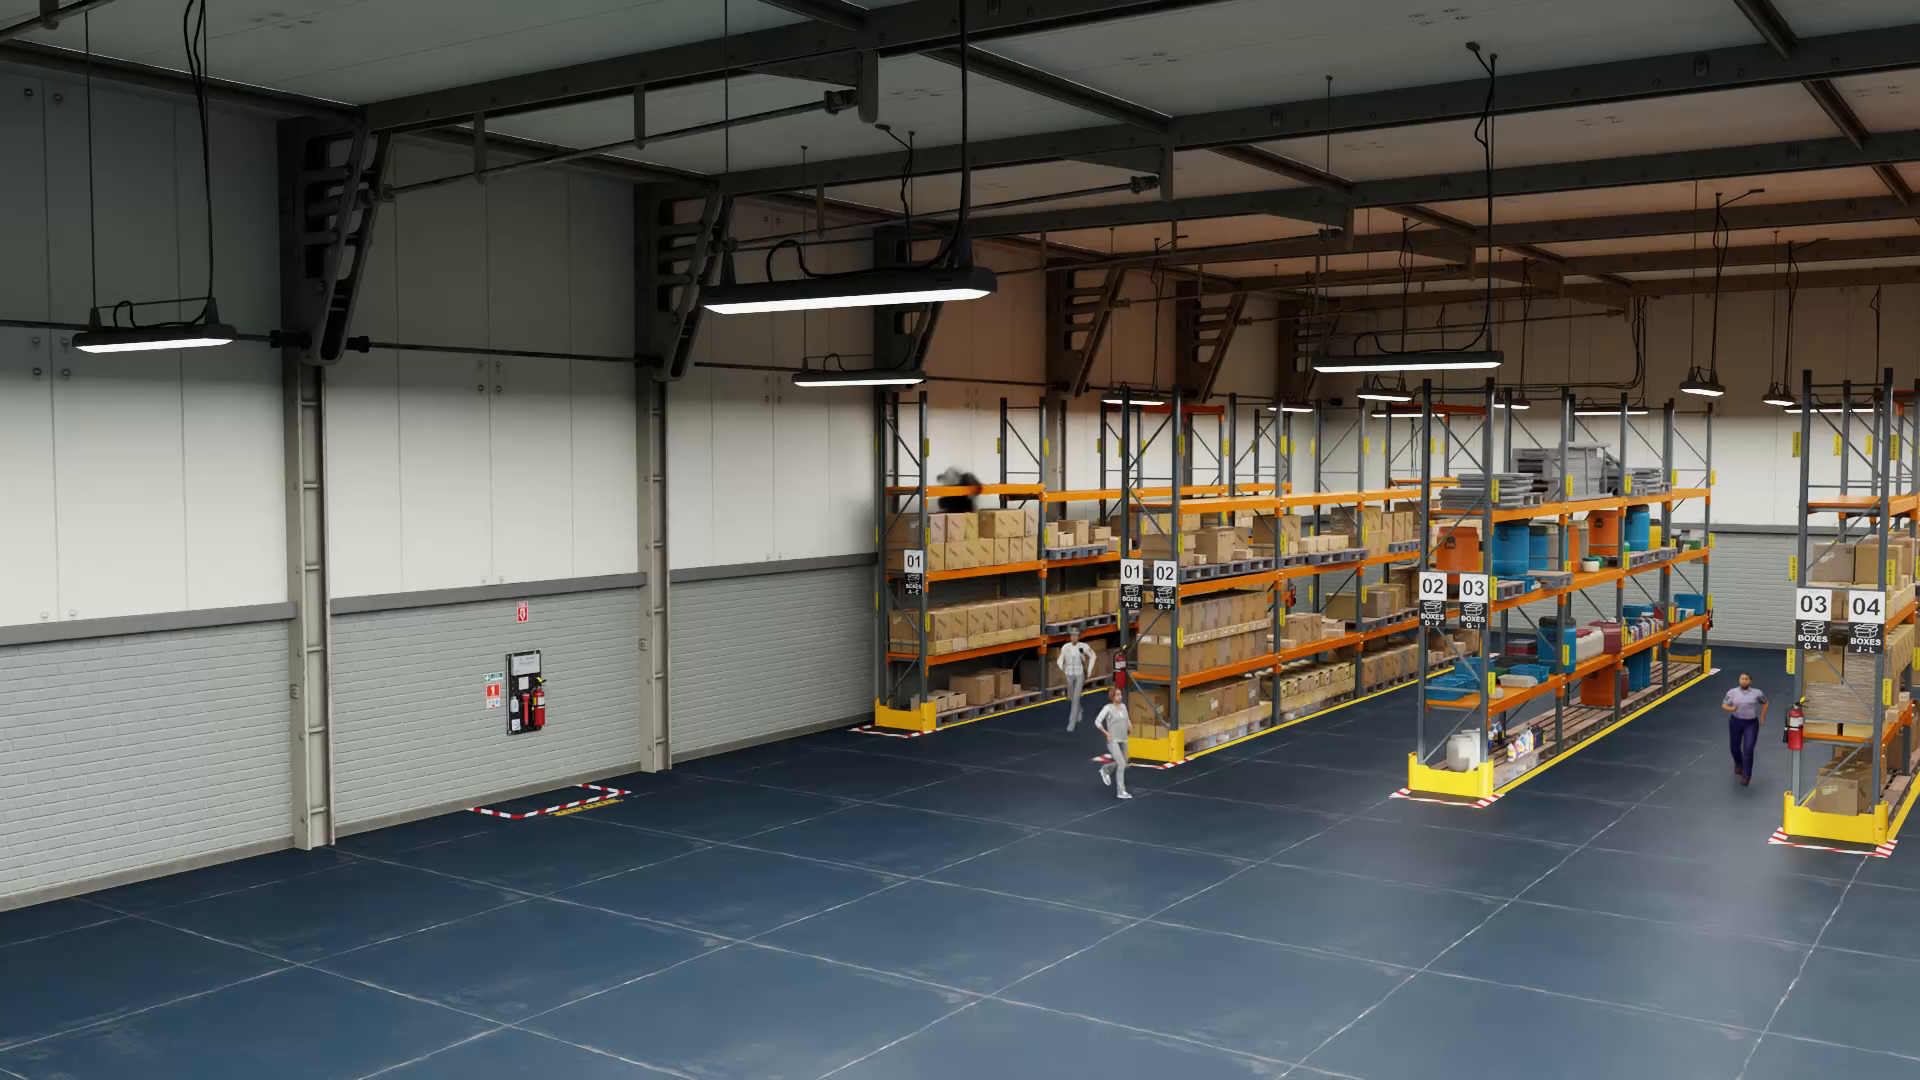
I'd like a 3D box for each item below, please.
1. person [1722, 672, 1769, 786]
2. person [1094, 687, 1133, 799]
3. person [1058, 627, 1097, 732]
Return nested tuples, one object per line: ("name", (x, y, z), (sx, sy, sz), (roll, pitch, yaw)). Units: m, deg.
("person", (11.713, 2.785, 24.836), (0.607, 1.632, 0.941), (2, 4, 32))
("person", (2.215, 2.893, 23.869), (0.547, 1.563, 0.755), (-2, 4, -34))
("person", (1.973, 2.339, 28.261), (0.641, 1.739, 0.795), (1, 3, 17))
